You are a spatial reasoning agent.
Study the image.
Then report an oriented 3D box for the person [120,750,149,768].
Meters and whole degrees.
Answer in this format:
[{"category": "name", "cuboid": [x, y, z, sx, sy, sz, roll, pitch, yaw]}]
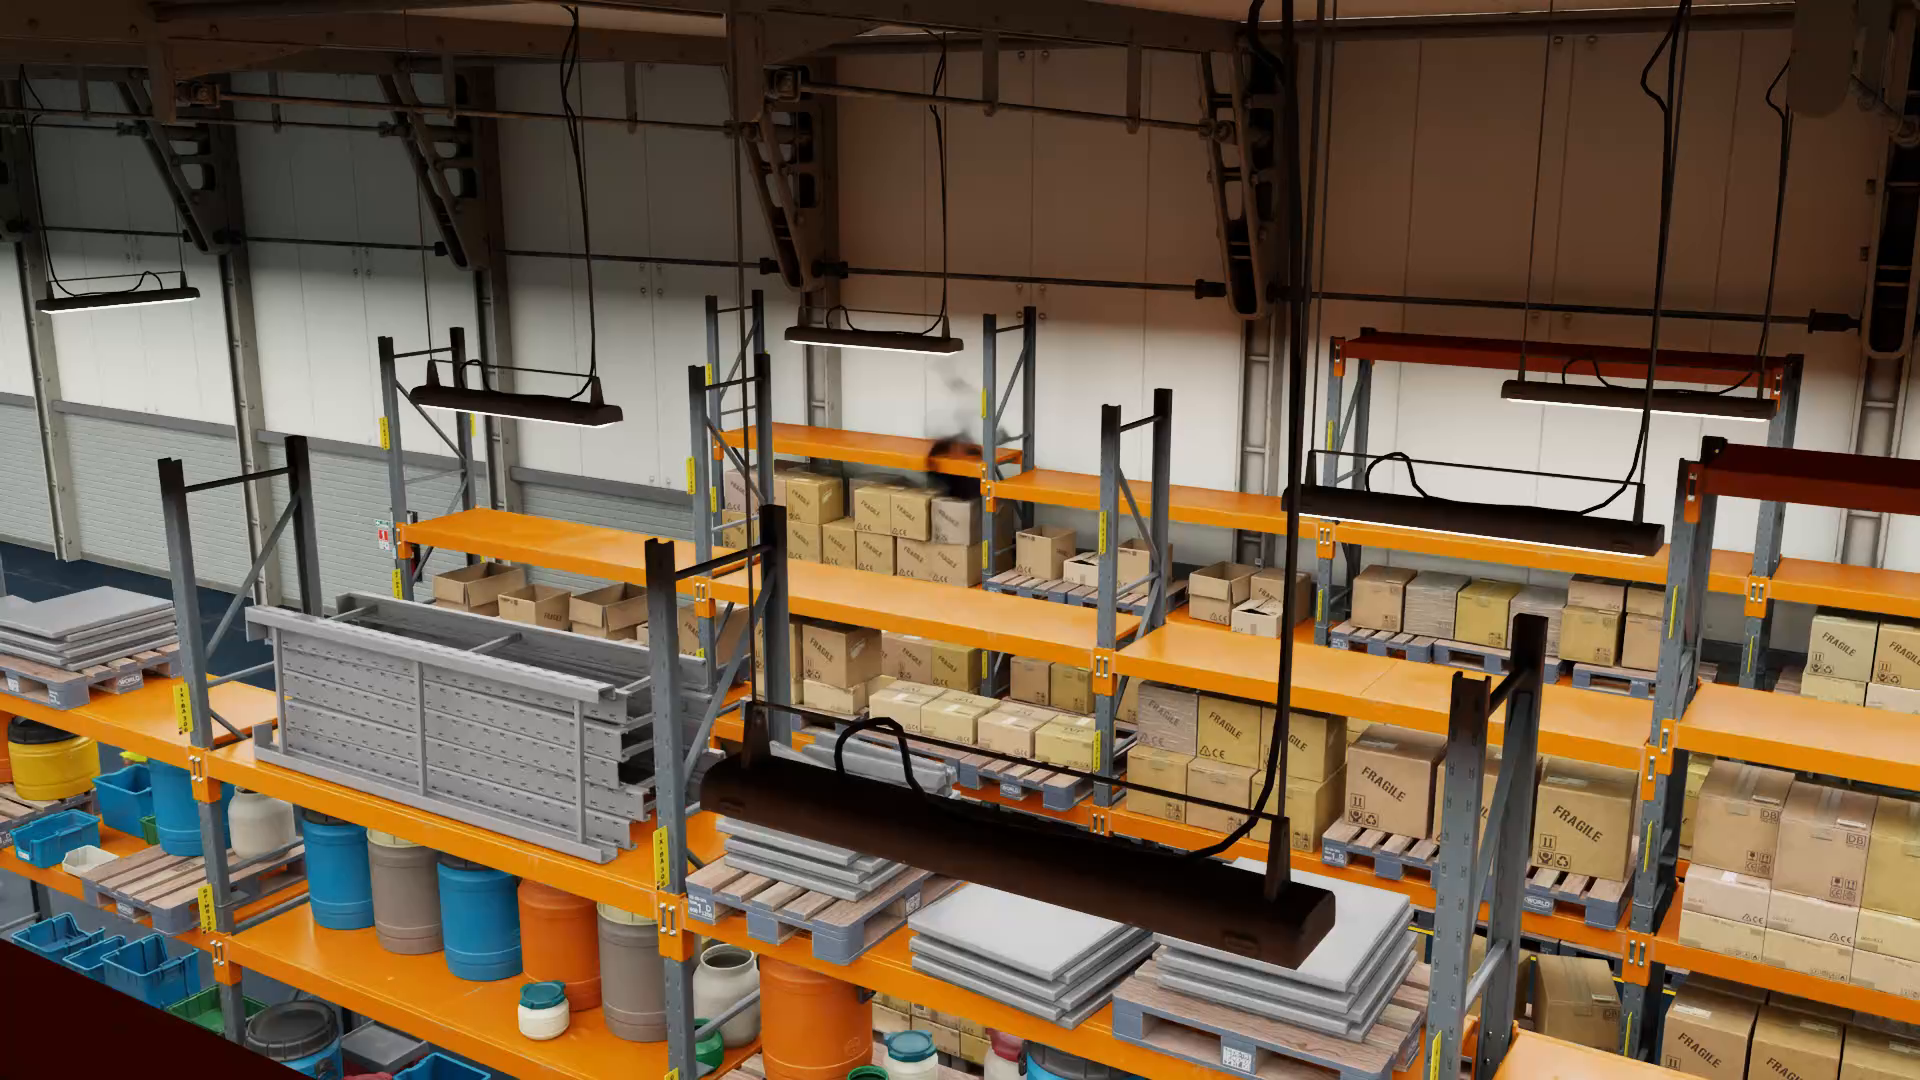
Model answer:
[{"category": "person", "cuboid": [-8.572, 2.995, 17.575, 0.669, 1.744, 0.693, -6, 15, -24]}]
